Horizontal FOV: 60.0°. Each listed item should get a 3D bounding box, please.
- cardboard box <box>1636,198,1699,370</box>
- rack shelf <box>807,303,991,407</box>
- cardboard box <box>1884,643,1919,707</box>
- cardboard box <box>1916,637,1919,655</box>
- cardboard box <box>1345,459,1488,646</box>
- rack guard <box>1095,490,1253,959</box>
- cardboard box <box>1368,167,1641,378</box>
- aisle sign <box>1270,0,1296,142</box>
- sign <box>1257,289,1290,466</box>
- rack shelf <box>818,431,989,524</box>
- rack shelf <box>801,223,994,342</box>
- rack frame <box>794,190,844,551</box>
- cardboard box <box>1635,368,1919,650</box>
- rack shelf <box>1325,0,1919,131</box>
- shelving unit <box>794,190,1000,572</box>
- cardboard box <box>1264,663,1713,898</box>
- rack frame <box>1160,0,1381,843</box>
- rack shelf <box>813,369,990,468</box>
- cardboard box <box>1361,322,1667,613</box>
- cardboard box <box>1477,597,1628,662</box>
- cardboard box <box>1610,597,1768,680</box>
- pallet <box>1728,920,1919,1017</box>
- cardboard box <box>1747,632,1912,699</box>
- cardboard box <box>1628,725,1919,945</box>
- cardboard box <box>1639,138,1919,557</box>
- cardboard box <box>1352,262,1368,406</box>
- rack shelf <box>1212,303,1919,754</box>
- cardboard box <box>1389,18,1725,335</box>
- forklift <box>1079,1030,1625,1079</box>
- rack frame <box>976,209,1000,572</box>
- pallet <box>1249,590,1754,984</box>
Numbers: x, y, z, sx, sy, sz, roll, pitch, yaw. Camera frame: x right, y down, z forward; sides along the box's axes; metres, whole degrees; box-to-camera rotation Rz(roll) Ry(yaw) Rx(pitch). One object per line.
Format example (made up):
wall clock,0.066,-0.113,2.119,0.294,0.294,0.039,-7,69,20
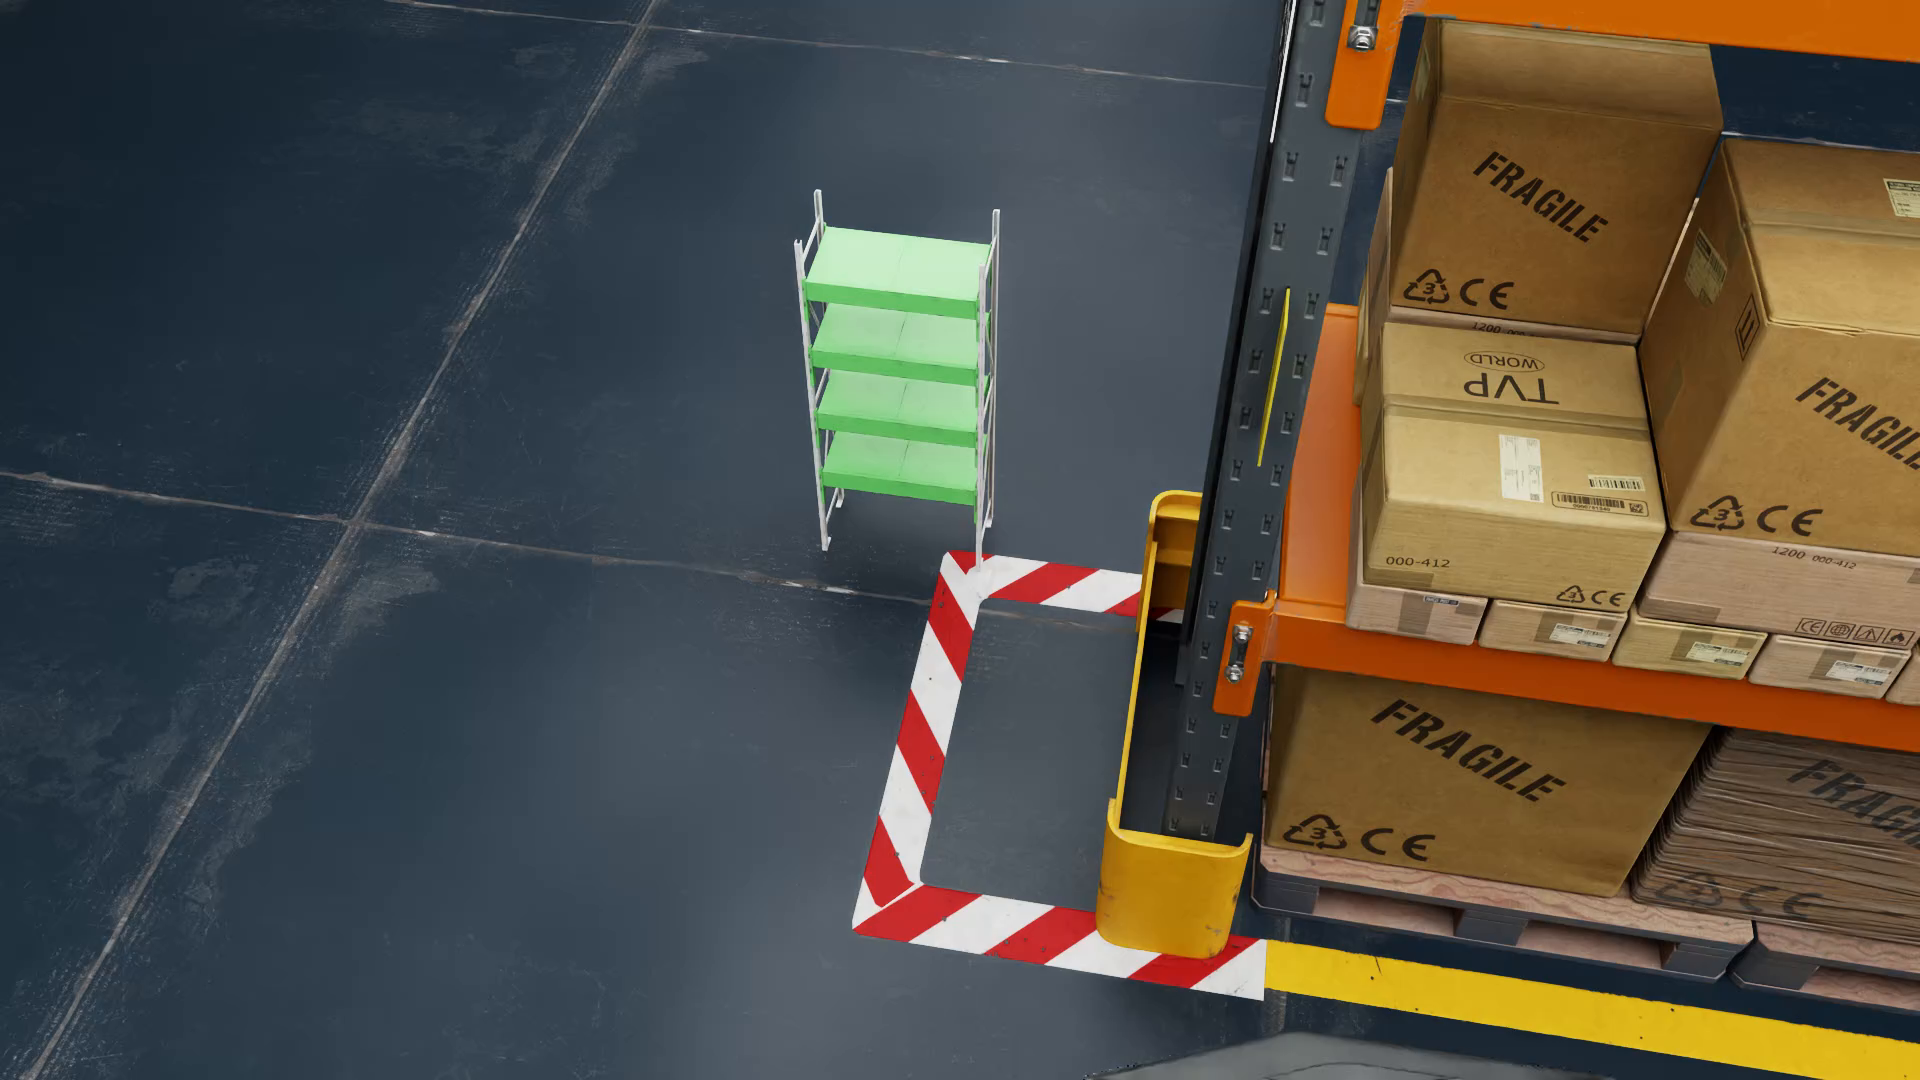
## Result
cardboard box,1.663,-0.475,3.561,0.500,0.250,0.500,7,48,6
rack shelf,-0.163,-0.541,4.692,0.480,0.148,0.258,8,49,7
cardboard box,1.942,0.144,3.273,0.250,0.149,0.380,7,48,6
cardboard box,2.071,-0.018,3.150,0.500,0.250,0.500,6,48,6
cardboard box,0.931,0.010,3.394,0.250,0.149,0.380,8,49,7
rack guard,0.616,0.469,4.492,0.348,0.500,1.175,8,49,7
cardboard box,1.164,-0.542,3.622,0.500,0.250,0.500,7,48,6
aisle sign,0.516,-1.022,2.404,0.004,0.787,0.394,8,49,7
sign,0.535,-0.273,2.844,0.005,0.325,0.100,8,49,7
rack shelf,-0.163,-0.220,5.049,0.480,0.148,0.258,8,49,7
rack shelf,-0.163,-0.701,4.514,0.480,0.148,0.258,8,49,7
rack frame,-0.403,-0.455,4.852,0.015,1.200,0.240,8,49,7
cardboard box,1.577,-0.087,3.212,0.500,0.250,0.500,7,48,6
rack shelf,2.608,-0.860,2.474,4.000,0.370,1.077,8,49,7
shelving unit,-0.163,-0.423,4.823,0.503,1.200,0.258,8,49,7
cardboard box,1.284,0.233,4.170,0.875,0.875,0.875,8,49,7
rack frame,0.640,-0.363,3.559,0.127,3.000,1.000,8,49,7
rack shelf,-0.163,-0.380,4.871,0.480,0.148,0.258,8,49,7
cardboard box,1.064,-0.151,3.270,0.500,0.250,0.500,7,48,6
cardboard box,1.183,0.043,3.364,0.250,0.149,0.380,7,48,6
cardboard box,1.435,0.076,3.334,0.250,0.149,0.380,7,48,6
pallet,2.638,0.781,4.407,1.213,0.211,1.003,8,49,7
cardboard box,1.692,0.110,3.304,0.250,0.149,0.380,7,48,6
cardboard box,2.180,0.353,4.062,0.875,0.875,0.875,8,49,7
cardboard box,1.556,-0.335,2.932,0.500,0.500,0.500,7,48,6
cardboard box,1.049,-0.473,3.827,0.250,0.149,0.380,9,49,8
rack shelf,2.608,0.142,3.589,4.000,0.370,1.077,8,49,7
cardboard box,1.166,-0.791,3.341,0.500,0.500,0.500,8,49,7
forklift,0.208,1.870,1.599,1.130,2.935,3.031,-10,49,-9
rack frame,0.077,-0.391,4.794,0.015,1.200,0.240,8,49,7
pallet,1.441,0.618,4.553,1.213,0.211,1.003,8,49,7
